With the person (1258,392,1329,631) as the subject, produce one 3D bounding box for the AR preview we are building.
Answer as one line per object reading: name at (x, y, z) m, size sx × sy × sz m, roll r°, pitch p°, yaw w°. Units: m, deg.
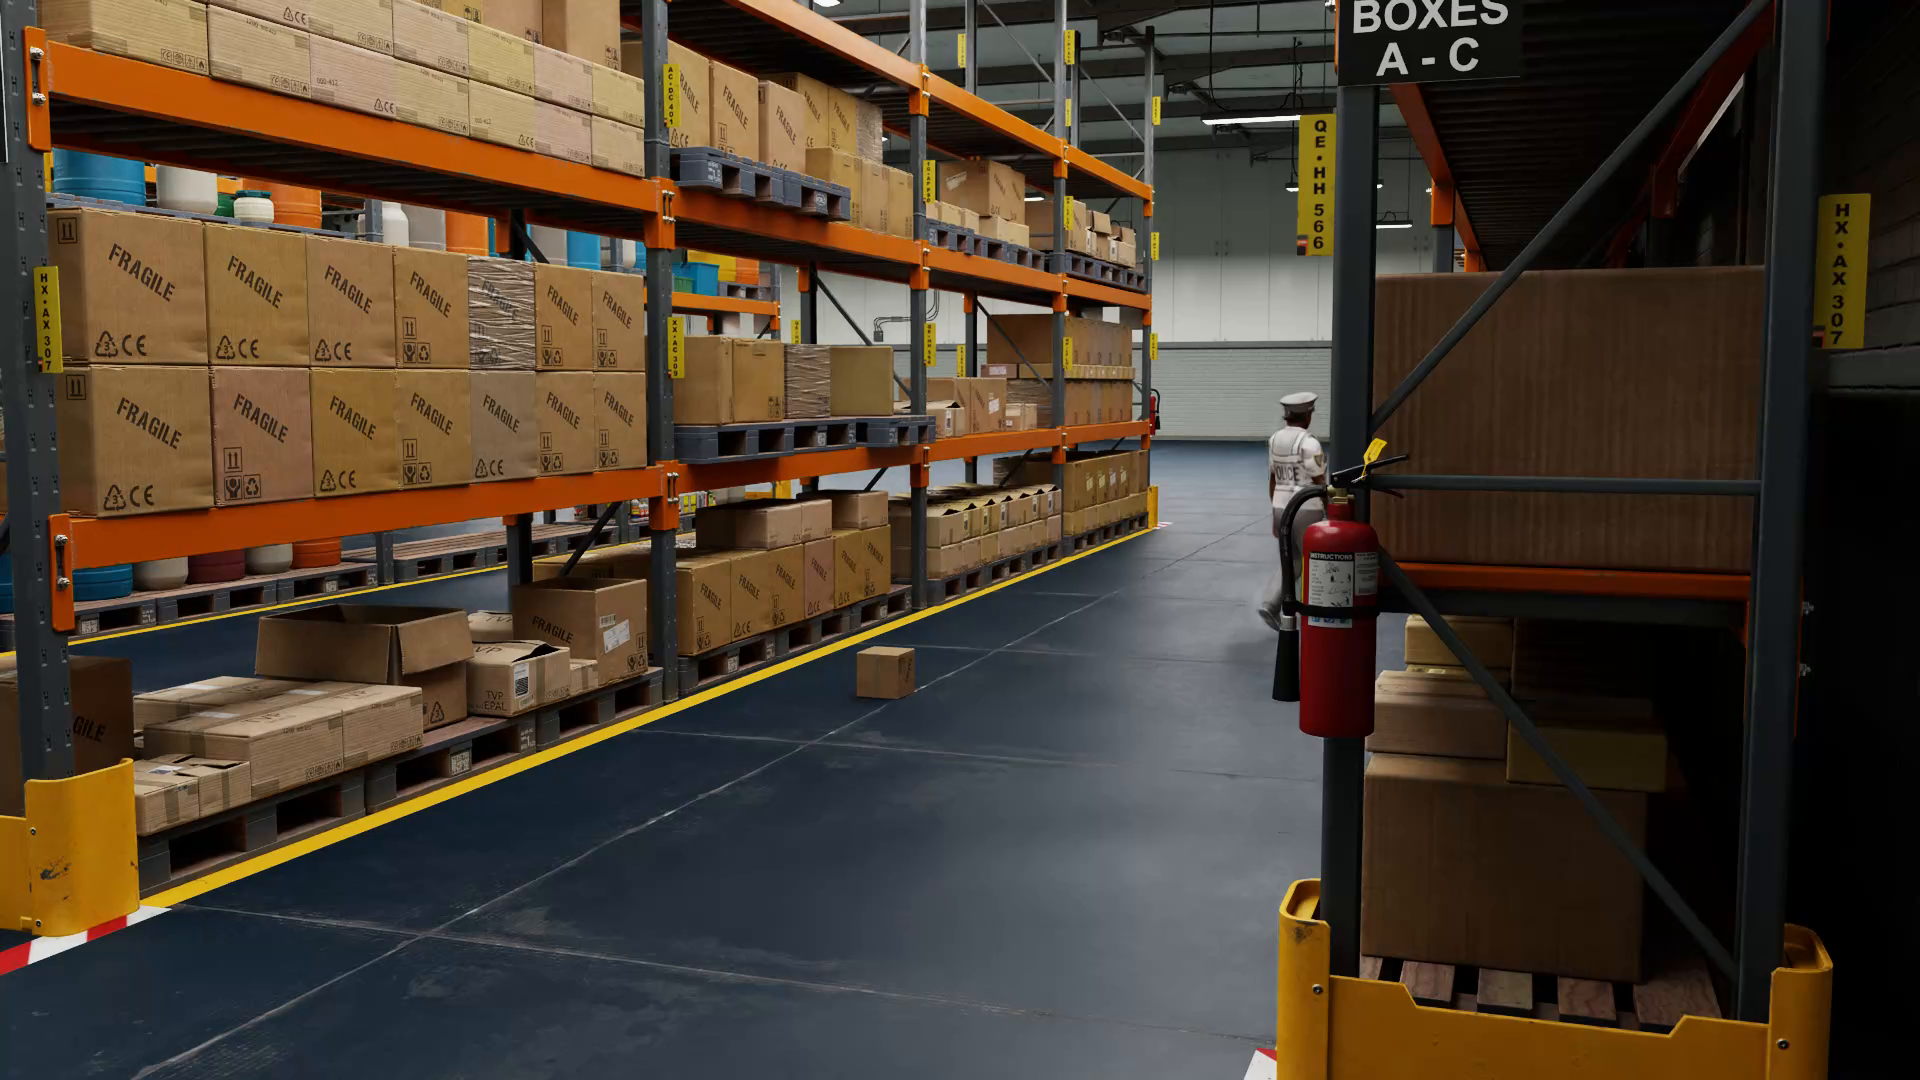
person at (2.362, -0.174, 11.334) m, size 0.527 × 1.665 × 0.468 m, roll -3°, pitch 6°, yaw -29°
